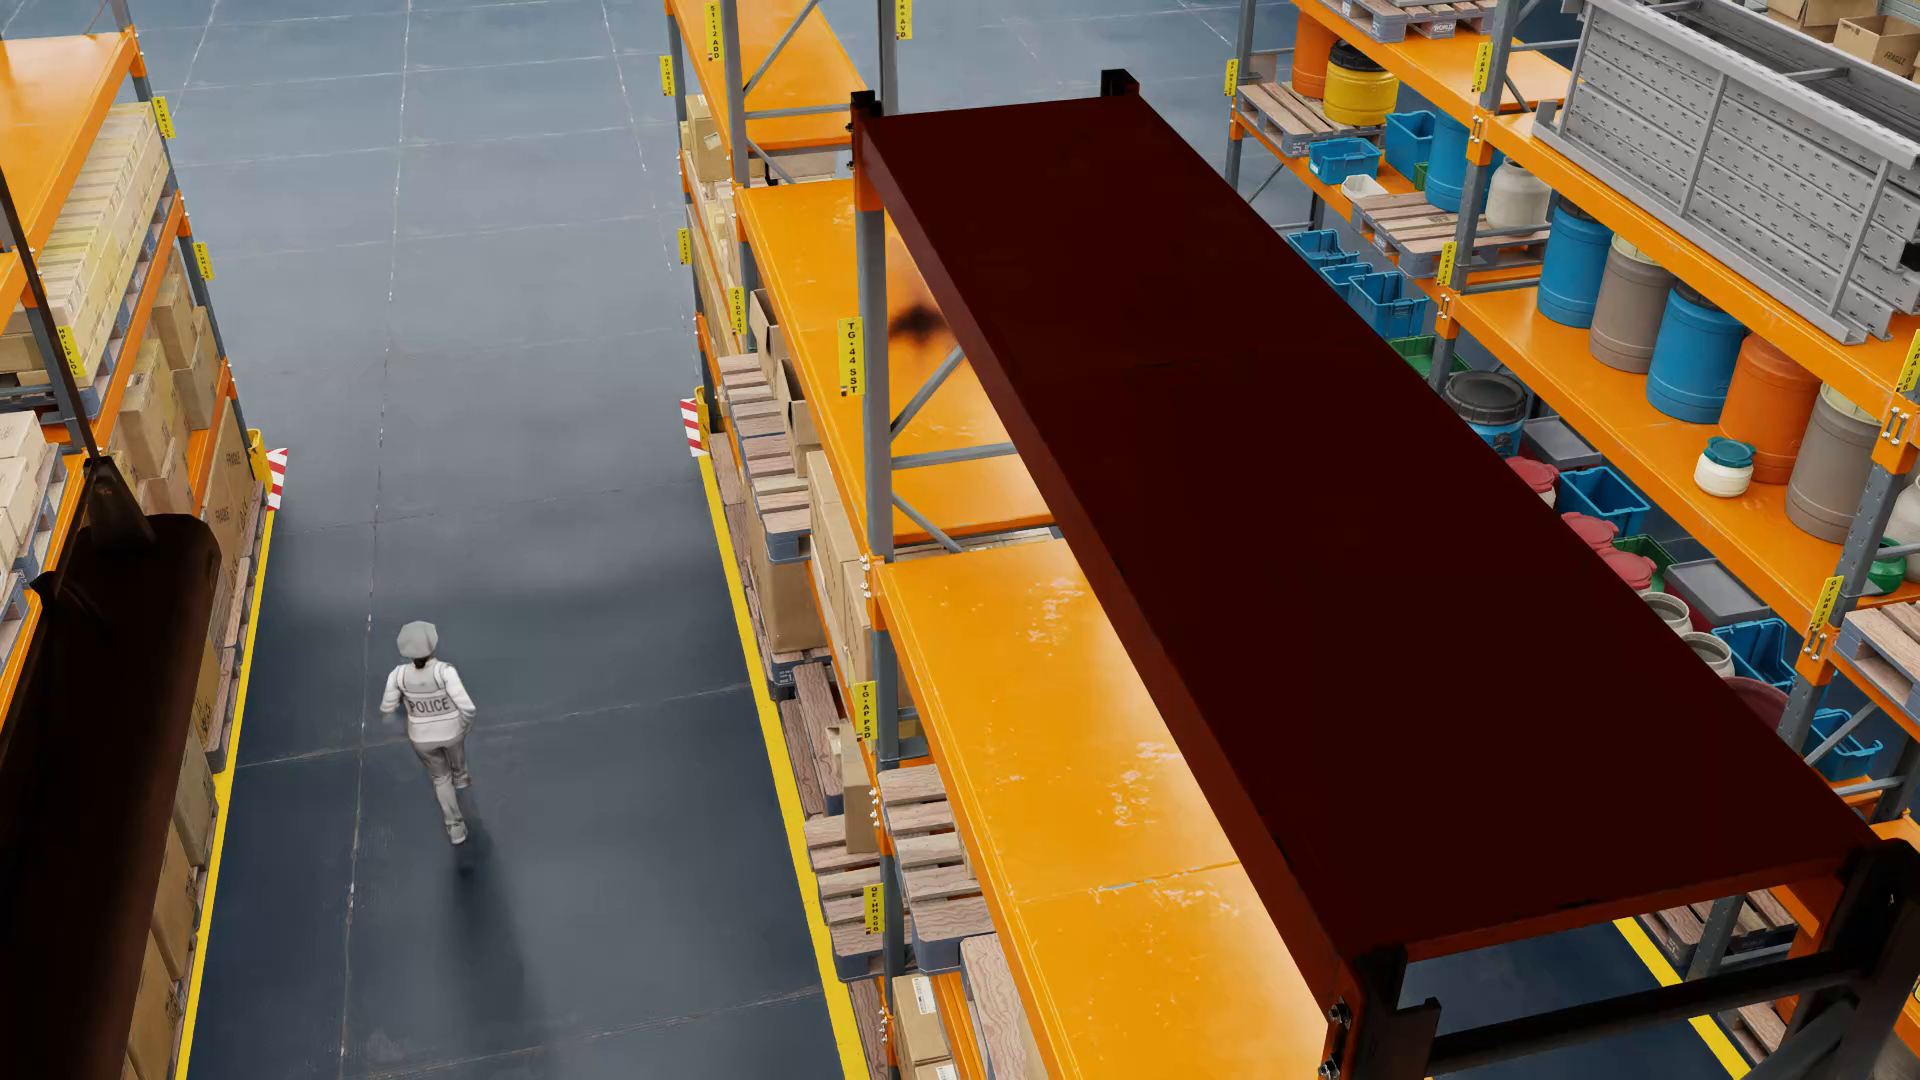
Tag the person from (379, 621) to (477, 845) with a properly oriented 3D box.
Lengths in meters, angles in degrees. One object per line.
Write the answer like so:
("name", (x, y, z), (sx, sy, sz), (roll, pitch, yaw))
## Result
("person", (-3.363, 1.199, 10.617), (0.584, 1.554, 0.829), (-10, 36, -15))
